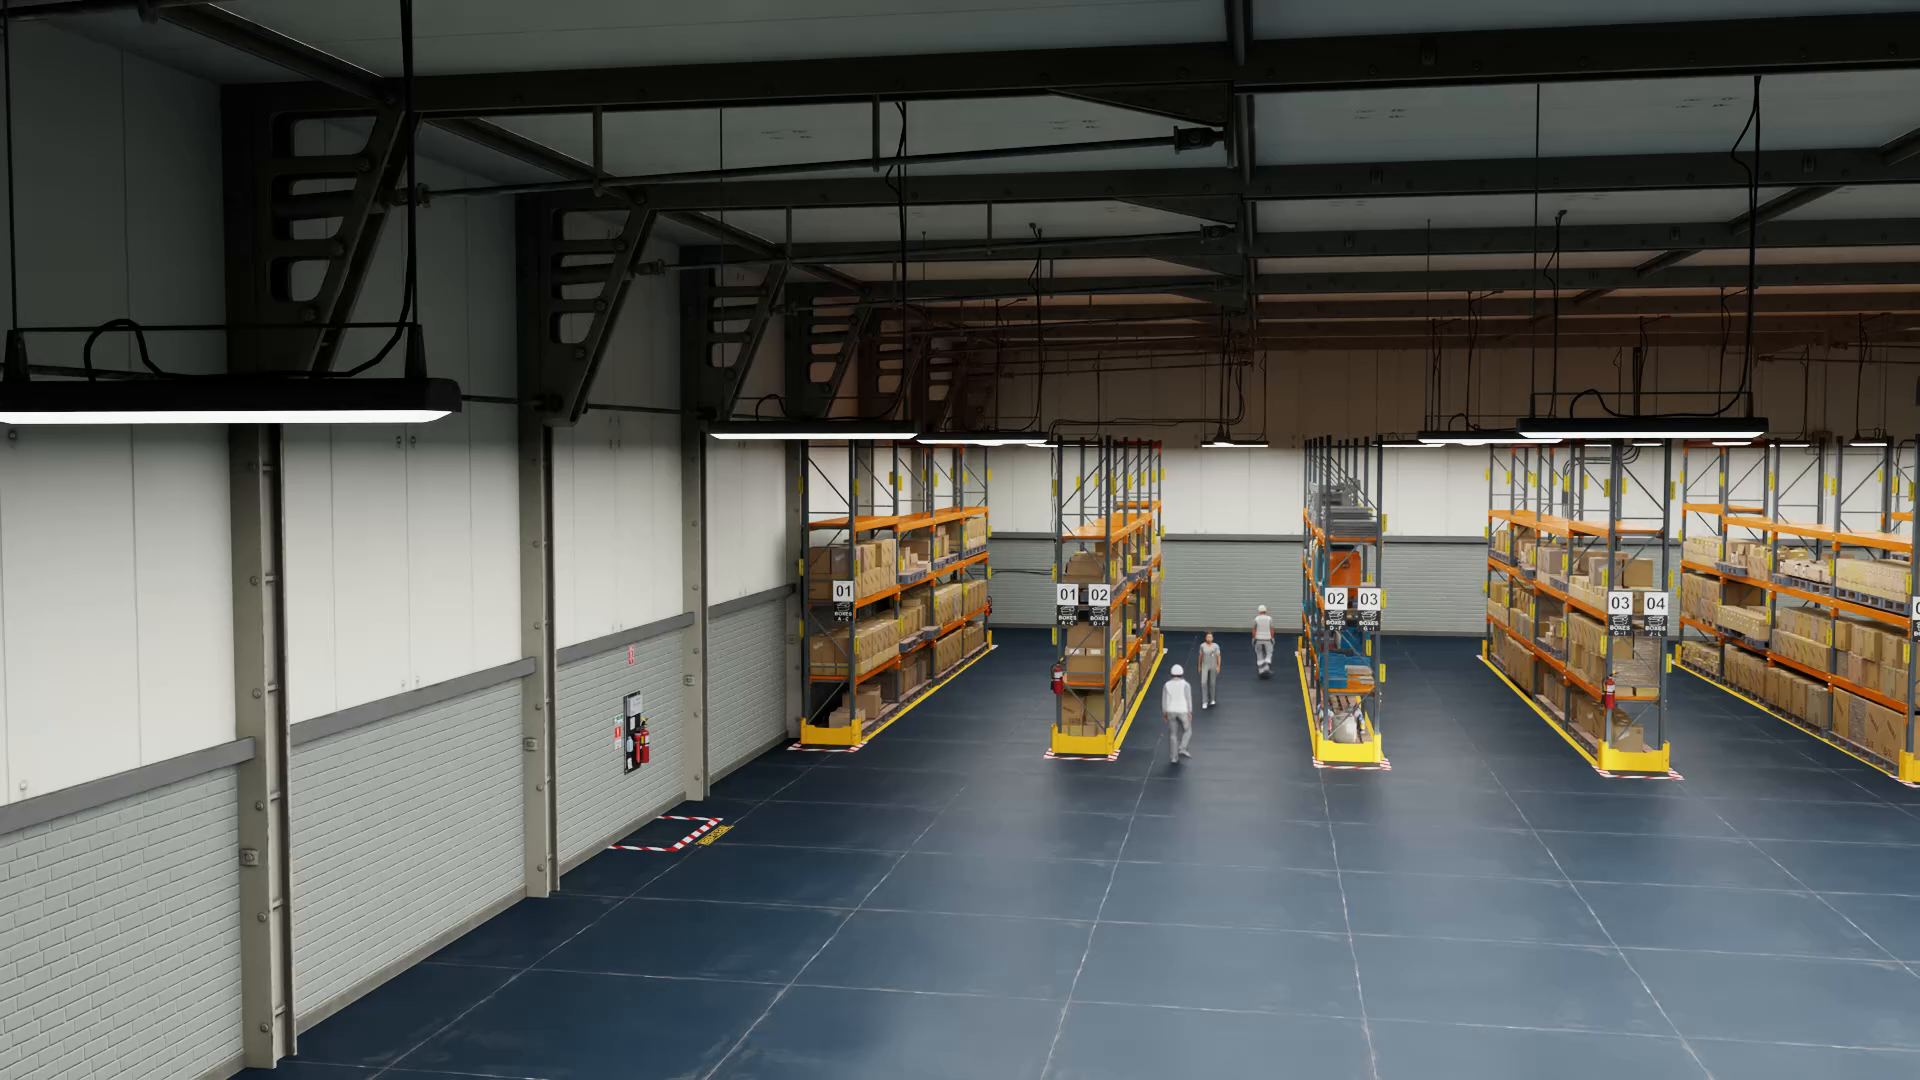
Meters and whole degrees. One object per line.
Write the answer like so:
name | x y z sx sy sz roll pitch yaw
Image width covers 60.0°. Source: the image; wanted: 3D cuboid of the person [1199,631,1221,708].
person | 5.571 2.889 37.144 0.495 1.705 0.622 1 3 12

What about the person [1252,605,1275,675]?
person | 7.714 2.550 42.303 0.573 1.787 0.551 0 3 9

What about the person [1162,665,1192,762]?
person | 3.997 3.175 30.582 0.571 1.762 0.466 1 3 22
